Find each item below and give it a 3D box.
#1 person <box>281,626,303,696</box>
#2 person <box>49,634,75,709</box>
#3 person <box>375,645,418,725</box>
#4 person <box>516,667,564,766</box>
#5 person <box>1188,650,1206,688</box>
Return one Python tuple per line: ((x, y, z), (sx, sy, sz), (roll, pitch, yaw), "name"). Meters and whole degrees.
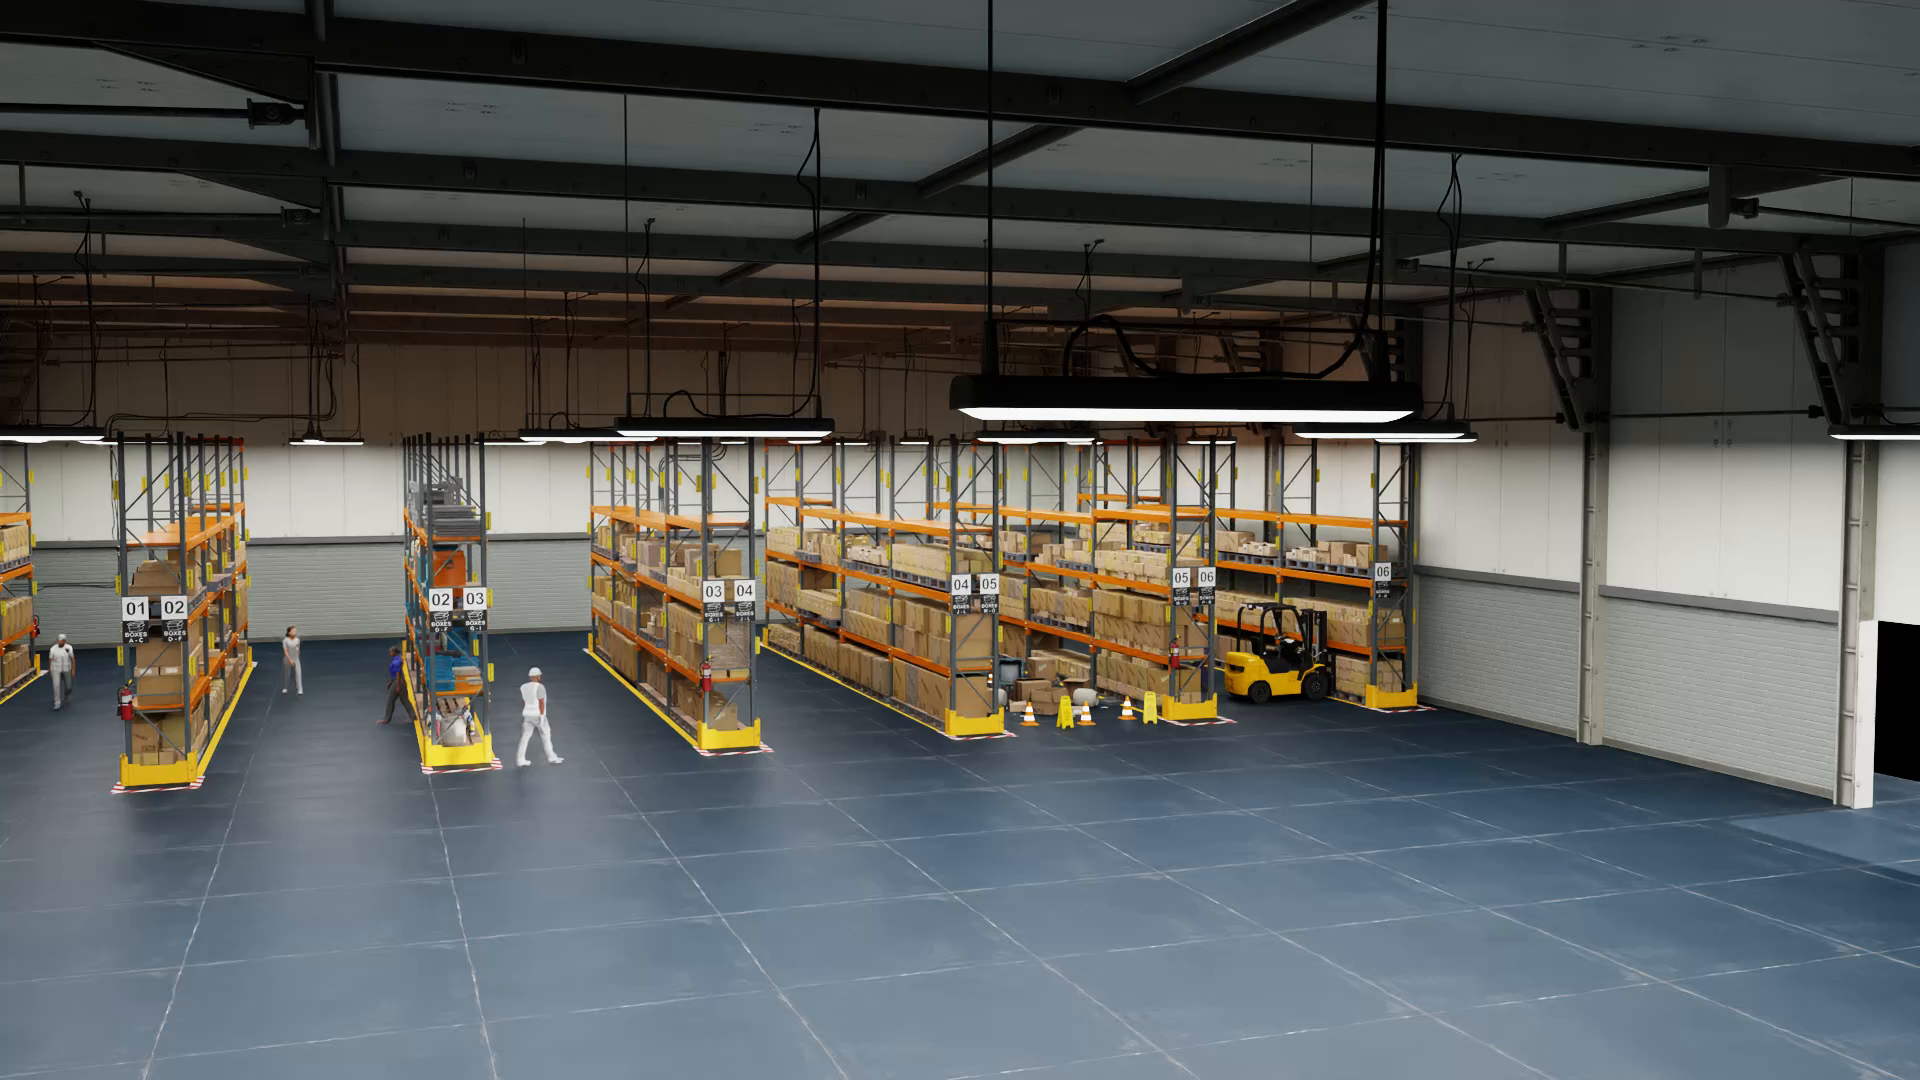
((-15.404, 2.784, 38.384), (0.424, 1.587, 1.094), (-3, 4, -38), "person")
((-19.858, 2.875, 36.759), (0.499, 1.605, 0.951), (-2, 4, -38), "person")
((-11.691, 2.999, 34.481), (0.803, 1.635, 0.464), (0, 3, -6), "person")
((-7.665, 3.173, 30.021), (0.577, 1.741, 0.942), (2, 4, 28), "person")
((5.672, 2.758, 39.623), (0.581, 1.551, 0.744), (-1, 3, -22), "person")
